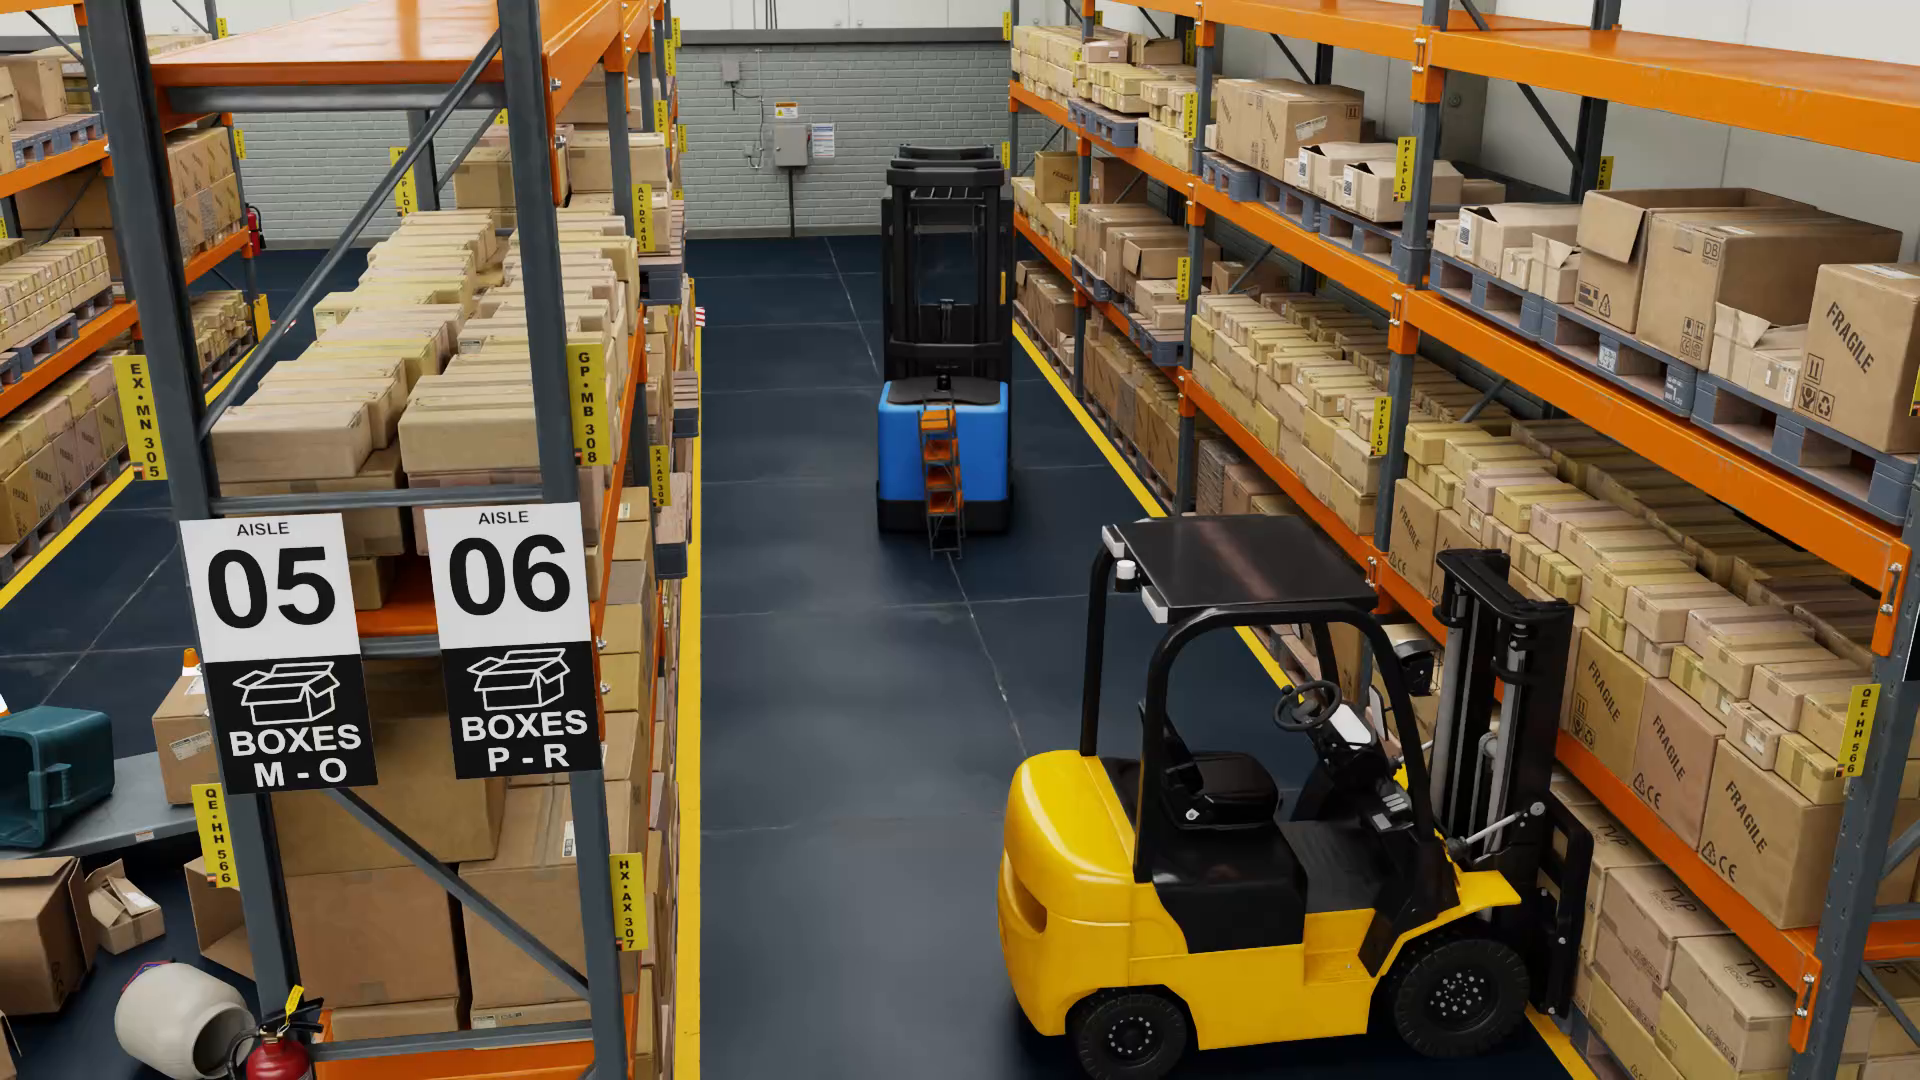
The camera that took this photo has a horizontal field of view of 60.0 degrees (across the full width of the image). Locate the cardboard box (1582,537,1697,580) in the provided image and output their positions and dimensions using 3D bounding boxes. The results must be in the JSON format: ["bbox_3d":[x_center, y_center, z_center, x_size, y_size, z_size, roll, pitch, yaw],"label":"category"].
[{"bbox_3d":[2.918,0.106,7.150,0.380,0.149,0.250,-3,21,-7],"label":"cardboard box"}]

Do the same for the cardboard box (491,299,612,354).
[{"bbox_3d":[-1.433,-0.745,5.855,0.380,0.149,0.250,-2,21,-6],"label":"cardboard box"}]

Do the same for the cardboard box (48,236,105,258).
[{"bbox_3d":[-7.869,-2.607,14.817,0.380,0.149,0.250,-2,21,-5],"label":"cardboard box"}]

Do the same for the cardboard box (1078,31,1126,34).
[{"bbox_3d":[1.598,-5.510,18.469,0.500,0.250,0.500,-3,21,-7],"label":"cardboard box"}]

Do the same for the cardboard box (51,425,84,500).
[{"bbox_3d":[-7.548,-0.628,13.583,0.500,0.500,0.500,-3,21,-9],"label":"cardboard box"}]

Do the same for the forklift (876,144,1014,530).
[{"bbox_3d":[-0.094,-1.921,14.170,1.130,2.935,3.031,1,20,2],"label":"forklift"}]

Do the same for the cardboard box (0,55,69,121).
[{"bbox_3d":[-8.174,-3.890,14.314,0.700,0.500,0.500,-3,21,-8],"label":"cardboard box"}]

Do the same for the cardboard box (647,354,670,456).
[{"bbox_3d":[-1.998,-0.798,9.897,0.500,0.500,0.500,-3,21,-8],"label":"cardboard box"}]

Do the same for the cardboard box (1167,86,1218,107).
[{"bbox_3d":[1.892,-3.571,13.422,0.380,0.149,0.250,-3,21,-9],"label":"cardboard box"}]

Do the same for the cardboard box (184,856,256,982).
[{"bbox_3d":[-3.275,1.717,7.902,0.500,0.500,0.500,12,24,29],"label":"cardboard box"}]

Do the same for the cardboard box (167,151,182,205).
[{"bbox_3d":[-8.076,-3.556,16.453,0.500,0.500,0.500,-3,21,-7],"label":"cardboard box"}]

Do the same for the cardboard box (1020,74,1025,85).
[{"bbox_3d":[0.914,-5.465,19.632,0.380,0.149,0.250,-2,21,-7],"label":"cardboard box"}]

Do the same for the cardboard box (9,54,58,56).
[{"bbox_3d":[-8.561,-4.402,15.358,0.380,0.149,0.250,-3,21,-8],"label":"cardboard box"}]

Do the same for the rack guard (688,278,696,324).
[{"bbox_3d":[-3.816,-2.885,20.226,1.175,0.500,0.348,-3,21,-8],"label":"rack guard"}]

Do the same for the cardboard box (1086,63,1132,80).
[{"bbox_3d":[1.393,-4.371,15.535,0.380,0.149,0.250,-3,21,-7],"label":"cardboard box"}]

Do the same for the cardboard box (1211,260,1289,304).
[{"bbox_3d":[2.332,-1.959,13.431,0.500,0.500,0.500,-2,21,-5],"label":"cardboard box"}]

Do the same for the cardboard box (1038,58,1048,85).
[{"bbox_3d":[1.144,-5.075,18.020,0.500,0.250,0.500,-3,21,-9],"label":"cardboard box"}]

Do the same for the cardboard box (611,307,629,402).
[{"bbox_3d":[-1.532,-0.701,6.307,0.500,0.250,0.500,-2,21,-7],"label":"cardboard box"}]

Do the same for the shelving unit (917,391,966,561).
[{"bbox_3d":[-0.137,-0.495,12.799,0.258,1.200,0.503,-3,20,5],"label":"shelving unit"}]

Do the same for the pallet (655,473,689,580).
[{"bbox_3d":[-2.049,-0.075,9.404,1.003,0.211,1.213,-3,21,-8],"label":"pallet"}]

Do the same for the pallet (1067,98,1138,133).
[{"bbox_3d":[1.699,-4.002,15.626,1.213,0.211,1.003,-3,21,-8],"label":"pallet"}]

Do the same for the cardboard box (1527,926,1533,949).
[{"bbox_3d":[2.802,1.660,7.814,0.500,0.250,0.500,-2,21,-6],"label":"cardboard box"}]

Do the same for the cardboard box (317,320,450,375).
[{"bbox_3d":[-1.915,-0.625,5.536,0.380,0.149,0.250,-3,21,-8],"label":"cardboard box"}]

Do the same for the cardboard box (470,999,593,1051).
[{"bbox_3d":[-1.351,1.482,5.321,0.380,0.149,0.250,-3,21,-8],"label":"cardboard box"}]

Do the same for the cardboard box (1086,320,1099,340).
[{"bbox_3d":[1.463,-2.106,16.614,0.380,0.149,0.250,-2,21,-5],"label":"cardboard box"}]

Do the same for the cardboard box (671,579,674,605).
[{"bbox_3d":[-2.474,0.208,11.529,0.950,0.372,0.625,-3,21,-9],"label":"cardboard box"}]

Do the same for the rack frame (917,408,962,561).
[{"bbox_3d":[-0.152,-0.410,12.571,0.240,1.200,0.015,-3,20,5],"label":"rack frame"}]

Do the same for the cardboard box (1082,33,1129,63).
[{"bbox_3d":[1.373,-4.657,15.709,0.396,0.266,0.258,-3,21,-8],"label":"cardboard box"}]

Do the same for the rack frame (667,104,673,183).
[{"bbox_3d":[-3.236,-2.663,16.058,1.000,3.000,0.127,-3,21,-8],"label":"rack frame"}]

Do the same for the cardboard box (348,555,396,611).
[{"bbox_3d":[-1.835,0.095,4.746,0.380,0.149,0.250,-3,21,-8],"label":"cardboard box"}]

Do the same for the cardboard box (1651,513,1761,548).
[{"bbox_3d":[3.331,-0.005,7.447,0.380,0.149,0.250,-2,21,-6],"label":"cardboard box"}]

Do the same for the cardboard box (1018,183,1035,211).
[{"bbox_3d":[0.970,-4.023,19.490,0.500,0.250,0.500,-3,21,-7],"label":"cardboard box"}]

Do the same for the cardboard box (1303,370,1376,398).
[{"bbox_3d":[2.376,-0.956,10.420,0.380,0.149,0.250,-3,21,-9],"label":"cardboard box"}]

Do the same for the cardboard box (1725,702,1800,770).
[{"bbox_3d":[3.011,0.697,5.993,0.380,0.149,0.250,-3,21,-7],"label":"cardboard box"}]

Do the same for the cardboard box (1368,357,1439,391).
[{"bbox_3d":[2.858,-1.072,10.729,0.380,0.149,0.250,-3,21,-8],"label":"cardboard box"}]

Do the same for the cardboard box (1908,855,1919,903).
[{"bbox_3d":[3.608,1.008,6.087,0.500,0.500,0.500,-2,21,-6],"label":"cardboard box"}]

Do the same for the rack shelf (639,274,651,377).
[{"bbox_3d":[-2.372,-1.654,10.097,1.077,0.370,4.000,-3,21,-8],"label":"rack shelf"}]

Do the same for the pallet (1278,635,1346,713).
[{"bbox_3d":[2.683,0.909,10.482,1.003,0.211,1.213,-3,21,-8],"label":"pallet"}]

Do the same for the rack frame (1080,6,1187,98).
[{"bbox_3d":[1.675,-5.725,15.682,1.000,3.000,0.127,-3,21,-8],"label":"rack frame"}]

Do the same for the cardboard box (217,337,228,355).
[{"bbox_3d":[-8.177,-2.103,18.033,0.380,0.149,0.250,-4,21,-10],"label":"cardboard box"}]

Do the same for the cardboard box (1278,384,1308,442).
[{"bbox_3d":[2.355,-0.821,10.626,0.500,0.250,0.500,-3,21,-7],"label":"cardboard box"}]

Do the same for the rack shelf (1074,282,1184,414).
[{"bbox_3d":[1.963,-1.885,15.004,1.077,0.370,4.000,-3,21,-8],"label":"rack shelf"}]

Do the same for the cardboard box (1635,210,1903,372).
[{"bbox_3d":[3.051,-0.956,6.315,0.700,0.500,0.500,-3,21,-7],"label":"cardboard box"}]

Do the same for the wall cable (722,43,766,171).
[{"bbox_3d":[-3.247,-6.550,25.015,0.588,1.984,0.122,-3,21,-8],"label":"wall cable"}]

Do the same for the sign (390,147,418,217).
[{"bbox_3d":[-2.632,-1.696,7.880,0.100,0.325,0.005,-3,21,-8],"label":"sign"}]

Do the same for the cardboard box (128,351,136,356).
[{"bbox_3d":[-7.946,-1.746,16.228,0.380,0.149,0.250,-2,21,-5],"label":"cardboard box"}]

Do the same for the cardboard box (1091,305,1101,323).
[{"bbox_3d":[1.523,-2.249,16.570,0.380,0.149,0.250,-3,21,-9],"label":"cardboard box"}]

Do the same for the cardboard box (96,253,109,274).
[{"bbox_3d":[-7.867,-2.469,14.872,0.380,0.149,0.250,-2,21,-6],"label":"cardboard box"}]

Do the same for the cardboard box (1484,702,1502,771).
[{"bbox_3d":[2.734,1.011,8.123,0.500,0.250,0.500,-2,21,-6],"label":"cardboard box"}]

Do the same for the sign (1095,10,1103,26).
[{"bbox_3d":[1.650,-6.140,19.817,0.100,0.325,0.005,-3,21,-8],"label":"sign"}]

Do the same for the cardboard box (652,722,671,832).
[{"bbox_3d":[-1.657,1.215,7.935,0.500,0.500,0.500,-3,21,-7],"label":"cardboard box"}]

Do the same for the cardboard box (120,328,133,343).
[{"bbox_3d":[-8.690,-2.076,17.111,0.380,0.149,0.250,-4,21,-10],"label":"cardboard box"}]

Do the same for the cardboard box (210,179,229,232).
[{"bbox_3d":[-8.308,-3.628,18.075,0.500,0.500,0.500,-3,21,-9],"label":"cardboard box"}]

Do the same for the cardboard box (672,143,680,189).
[{"bbox_3d":[-3.335,-4.057,18.220,0.500,0.500,0.500,-3,21,-8],"label":"cardboard box"}]

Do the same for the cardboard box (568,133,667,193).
[{"bbox_3d":[-1.853,-2.053,9.039,0.500,0.250,0.500,-3,21,-9],"label":"cardboard box"}]
